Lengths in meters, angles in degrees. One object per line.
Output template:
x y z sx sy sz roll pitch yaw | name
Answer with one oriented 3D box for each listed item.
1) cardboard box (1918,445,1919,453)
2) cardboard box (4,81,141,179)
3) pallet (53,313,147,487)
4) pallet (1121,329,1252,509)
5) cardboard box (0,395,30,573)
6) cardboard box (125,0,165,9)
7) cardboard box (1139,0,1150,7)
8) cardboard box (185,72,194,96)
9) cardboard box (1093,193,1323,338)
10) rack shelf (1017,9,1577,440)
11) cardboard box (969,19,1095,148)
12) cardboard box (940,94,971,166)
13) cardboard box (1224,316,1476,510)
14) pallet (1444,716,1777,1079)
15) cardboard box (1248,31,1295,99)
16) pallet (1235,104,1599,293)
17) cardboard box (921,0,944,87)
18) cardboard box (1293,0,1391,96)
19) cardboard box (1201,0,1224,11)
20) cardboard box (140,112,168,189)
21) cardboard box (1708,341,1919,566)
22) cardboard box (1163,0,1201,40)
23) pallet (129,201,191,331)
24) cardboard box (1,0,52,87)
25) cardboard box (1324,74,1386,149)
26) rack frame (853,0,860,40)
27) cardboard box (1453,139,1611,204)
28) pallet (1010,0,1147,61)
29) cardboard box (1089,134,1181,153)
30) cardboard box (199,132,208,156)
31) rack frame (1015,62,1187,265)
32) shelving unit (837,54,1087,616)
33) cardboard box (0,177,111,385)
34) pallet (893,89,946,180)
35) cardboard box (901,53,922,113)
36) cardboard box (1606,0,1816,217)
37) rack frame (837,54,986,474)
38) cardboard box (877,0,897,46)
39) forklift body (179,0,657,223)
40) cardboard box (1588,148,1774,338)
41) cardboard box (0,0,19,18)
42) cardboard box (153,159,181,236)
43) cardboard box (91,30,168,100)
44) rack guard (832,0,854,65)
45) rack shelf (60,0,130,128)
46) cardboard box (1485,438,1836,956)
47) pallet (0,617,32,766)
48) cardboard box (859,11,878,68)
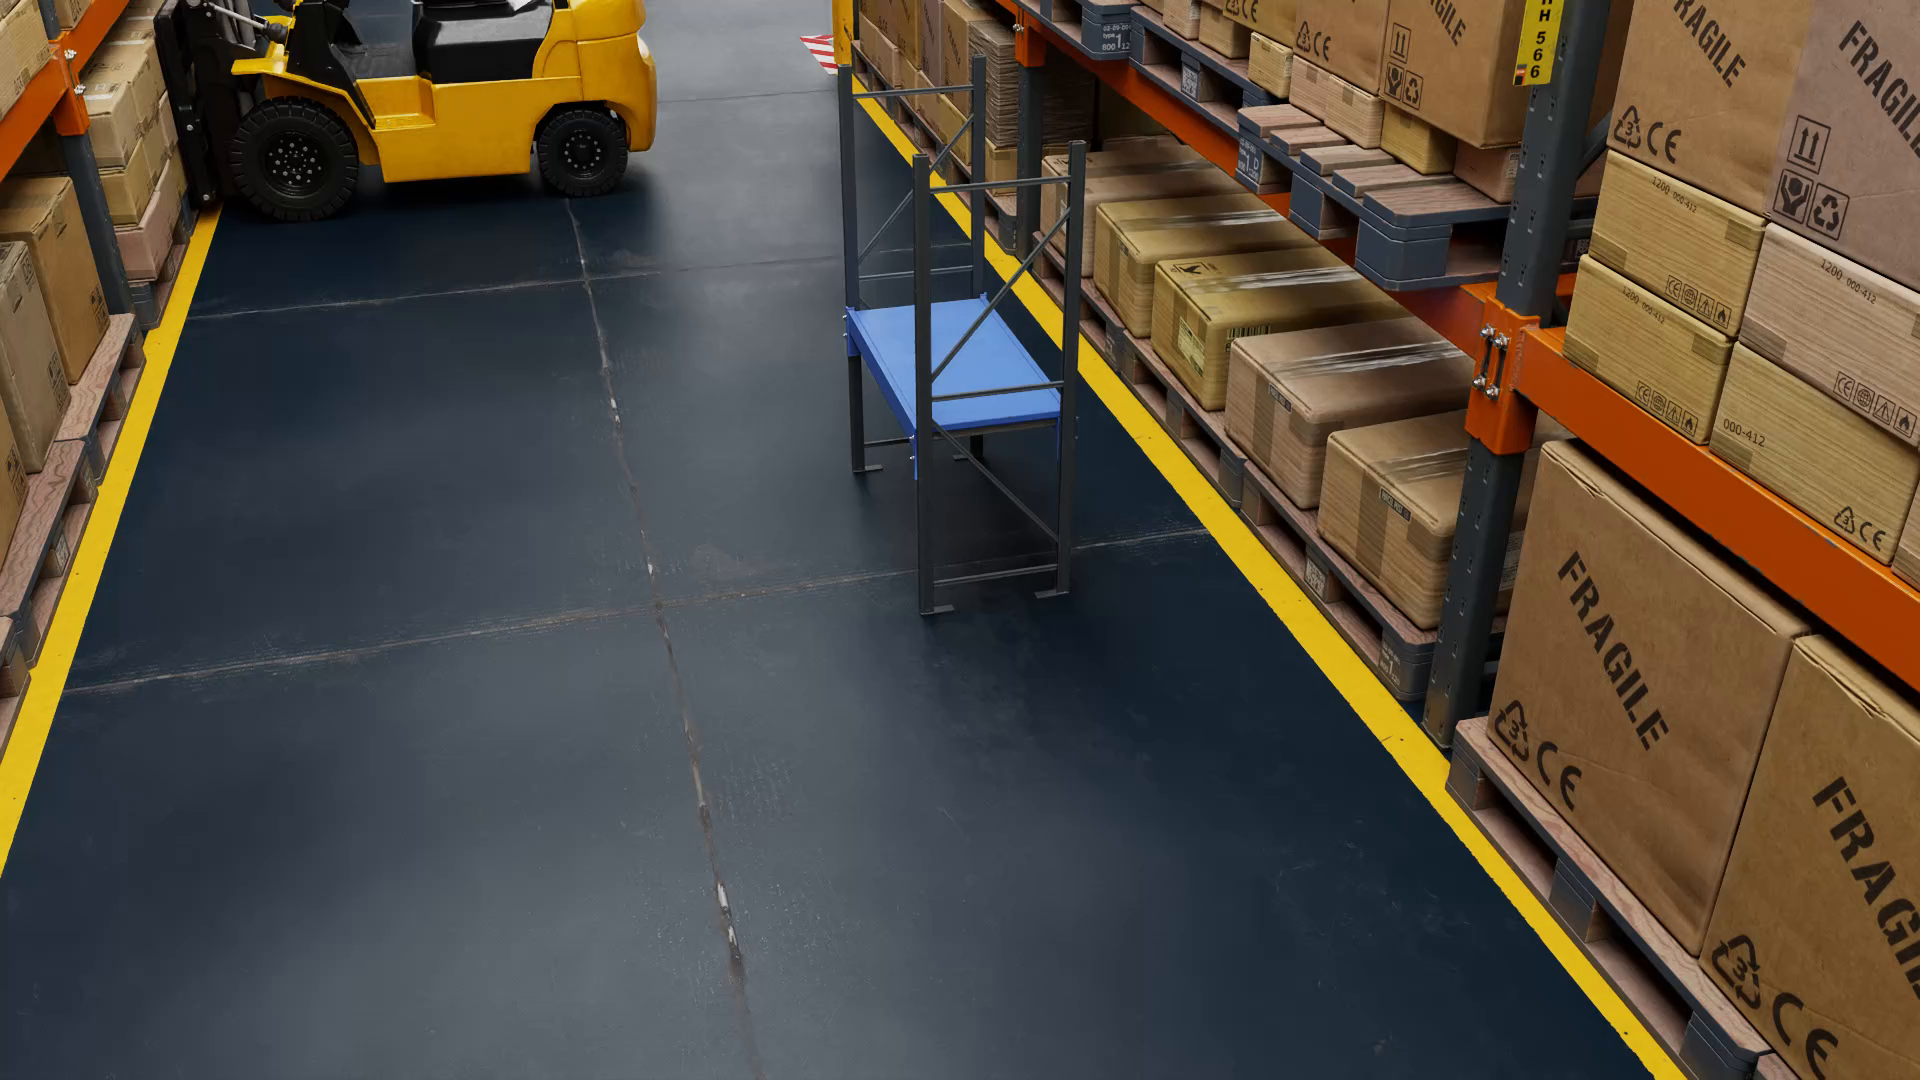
1.983 -0.175 2.708 0.500 0.250 0.500 -8 31 -13 | cardboard box
-3.842 -1.763 7.129 0.500 0.250 0.500 -8 31 -14 | cardboard box
-3.783 -0.506 6.413 1.003 0.211 1.213 -8 31 -13 | pallet
1.304 -0.552 6.493 1.003 0.211 1.213 -8 31 -13 | pallet
-3.466 -0.228 5.101 0.875 0.625 0.625 -9 31 -15 | cardboard box
-4.370 -2.750 8.835 0.500 0.250 0.500 -7 31 -13 | cardboard box
0.846 -2.111 6.234 0.380 0.149 0.250 -7 31 -13 | cardboard box
-4.238 -2.277 8.516 0.500 0.250 0.500 -8 31 -13 | cardboard box
1.105 -1.169 6.980 0.950 0.372 0.625 -6 31 -10 | cardboard box
1.300 -1.447 5.975 1.077 0.370 4.000 -8 31 -13 | rack shelf
0.353 -2.291 8.291 0.500 0.500 0.500 -8 31 -14 | cardboard box
0.202 -2.222 8.920 0.500 0.250 0.500 -9 31 -15 | cardboard box
1.487 -0.467 5.766 0.950 0.372 0.625 -8 31 -14 | cardboard box
1.967 0.805 4.149 1.003 0.211 1.213 -8 31 -13 | pallet
1.120 -1.482 5.148 0.380 0.149 0.250 -7 31 -12 | cardboard box
1.539 -1.040 4.744 1.213 0.211 1.003 -8 31 -13 | pallet
0.080 -2.783 9.141 0.500 0.500 0.500 -6 31 -11 | cardboard box
1.294 -1.577 4.665 0.500 0.500 0.500 -8 31 -14 | cardboard box
1.015 -2.085 5.542 0.500 0.500 0.500 -9 31 -15 | cardboard box
-3.982 -1.789 7.673 0.500 0.250 0.500 -8 31 -14 | cardboard box
1.871 -0.212 3.273 0.500 0.250 0.500 -9 31 -15 | cardboard box
0.930 -1.856 5.793 0.380 0.149 0.250 -7 31 -11 | cardboard box
-4.187 -1.246 7.692 1.003 0.211 1.213 -8 31 -13 | pallet
-3.630 -1.789 5.997 0.500 0.250 0.500 -7 31 -12 | cardboard box
1.266 -1.228 4.710 0.380 0.149 0.250 -8 31 -14 | cardboard box
-0.293 -4.657 10.801 1.000 3.000 0.127 -8 31 -13 | rack frame
1.517 -0.993 4.303 0.380 0.149 0.250 -7 31 -11 | cardboard box
0.831 -2.253 6.840 1.003 0.211 1.213 -8 31 -13 | pallet
0.873 -2.037 8.601 0.500 0.250 0.500 -9 31 -16 | cardboard box
-4.242 -2.070 8.657 0.500 0.250 0.500 -7 31 -12 | cardboard box
0.769 -2.725 7.463 1.000 3.000 0.127 -8 31 -13 | rack frame
-0.023 -0.690 5.445 0.538 1.500 1.048 -8 31 -13 | shelving unit
-3.867 -0.966 6.377 0.875 0.625 0.625 -6 31 -11 | cardboard box
0.229 -2.428 9.734 1.003 0.211 1.213 -8 31 -13 | pallet
-0.060 -2.713 9.768 0.500 0.250 0.500 -6 31 -10 | cardboard box
1.726 -0.998 3.382 0.500 0.500 0.500 -9 31 -15 | cardboard box
-0.158 -0.936 5.870 0.500 1.500 0.032 -8 31 -13 | rack frame
-0.196 -3.283 10.005 0.500 0.500 0.500 -9 31 -15 | cardboard box
-2.815 -2.954 8.707 2.313 2.155 1.214 -8 31 -13 | forklift body
1.727 -0.667 3.558 0.500 0.250 0.500 -8 31 -14 | cardboard box
-3.639 -2.011 5.881 0.500 0.250 0.500 -9 31 -14 | cardboard box
-3.975 -1.576 7.803 0.500 0.250 0.500 -9 31 -14 | cardboard box
-4.111 -2.250 7.970 0.500 0.250 0.500 -7 31 -12 | cardboard box
-0.273 -3.538 11.364 1.175 0.500 0.348 -8 31 -13 | rack guard
-4.547 -2.718 8.169 1.077 0.370 4.000 -8 31 -13 | rack shelf
1.934 0.290 3.957 0.875 0.875 0.875 -8 31 -14 | cardboard box
-3.135 0.673 4.377 1.003 0.211 1.213 -8 31 -13 | pallet
-0.345 -3.222 10.648 0.500 0.250 0.500 -8 31 -14 | cardboard box
